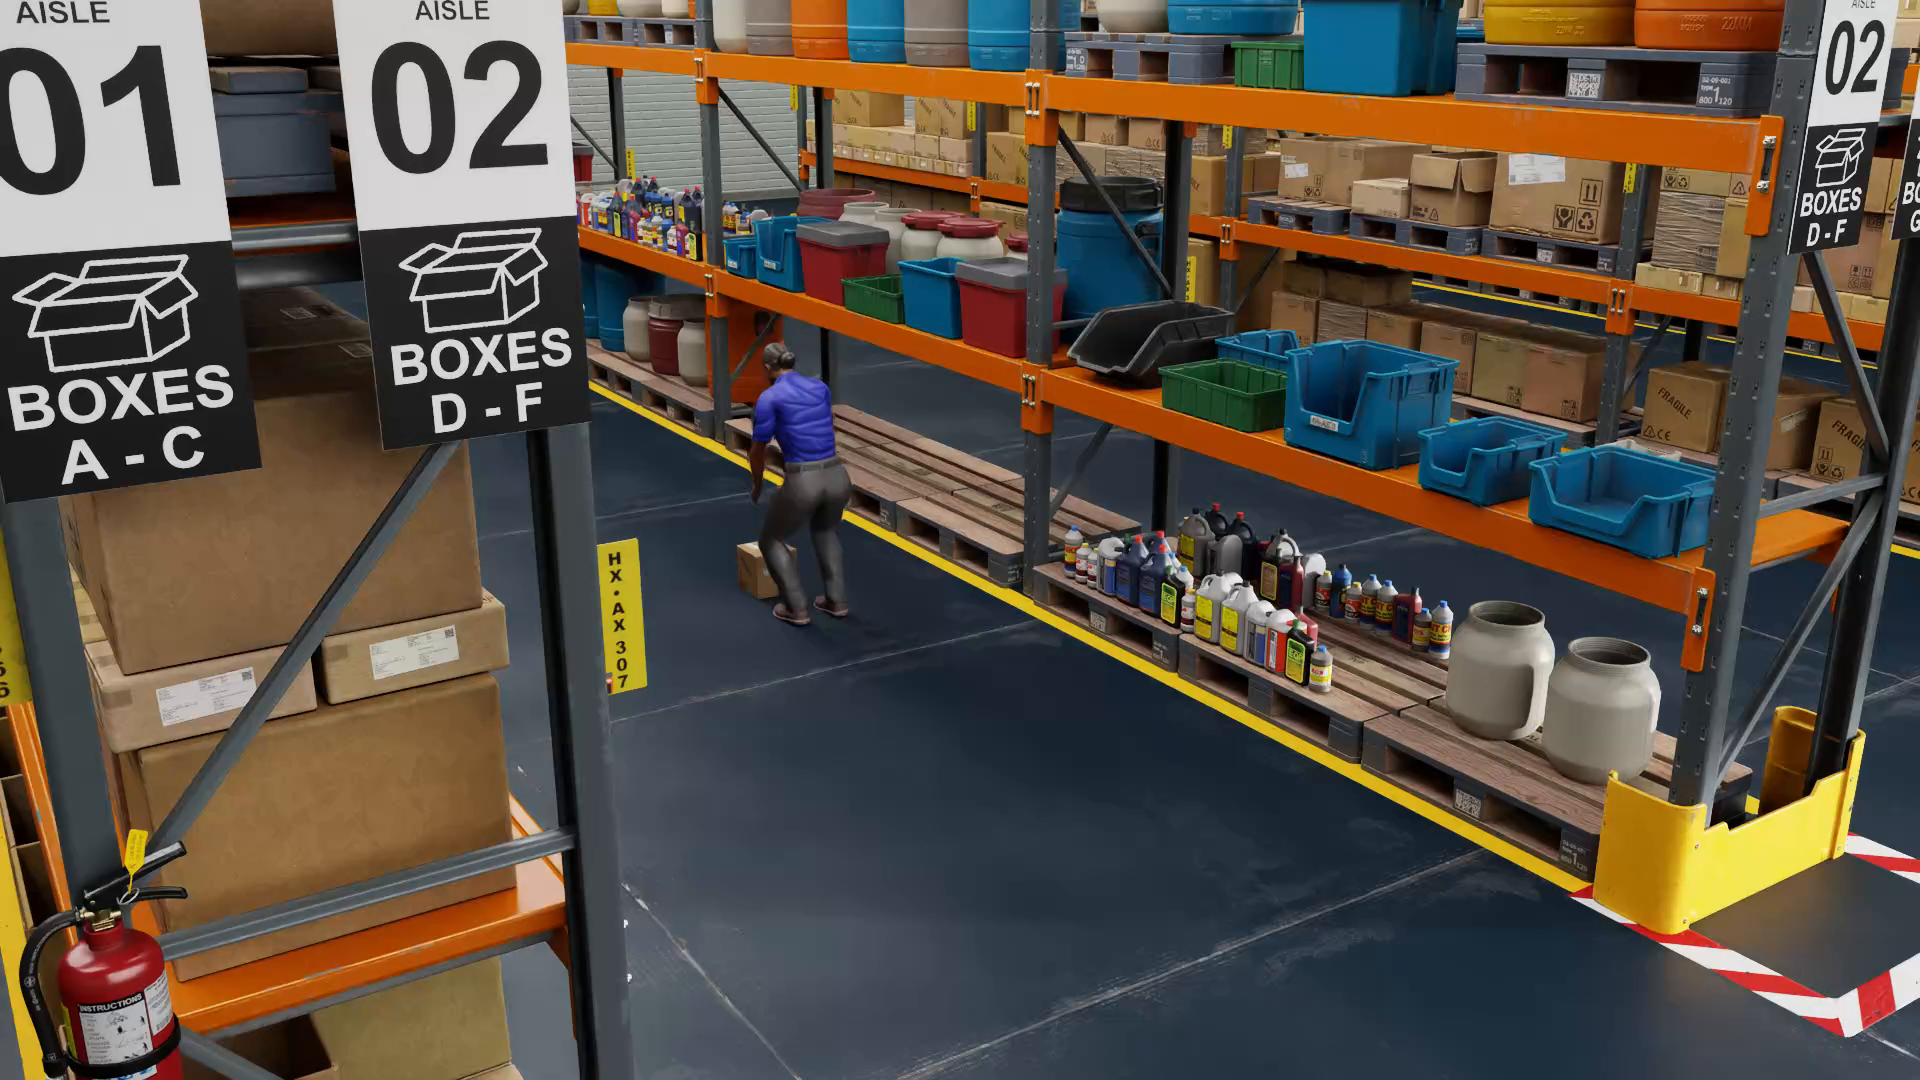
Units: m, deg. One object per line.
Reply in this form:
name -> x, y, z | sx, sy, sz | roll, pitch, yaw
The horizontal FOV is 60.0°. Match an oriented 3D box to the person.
person -> -0.853, -0.285, 8.763 | 0.490, 1.465, 0.556 | -11, 21, -31
